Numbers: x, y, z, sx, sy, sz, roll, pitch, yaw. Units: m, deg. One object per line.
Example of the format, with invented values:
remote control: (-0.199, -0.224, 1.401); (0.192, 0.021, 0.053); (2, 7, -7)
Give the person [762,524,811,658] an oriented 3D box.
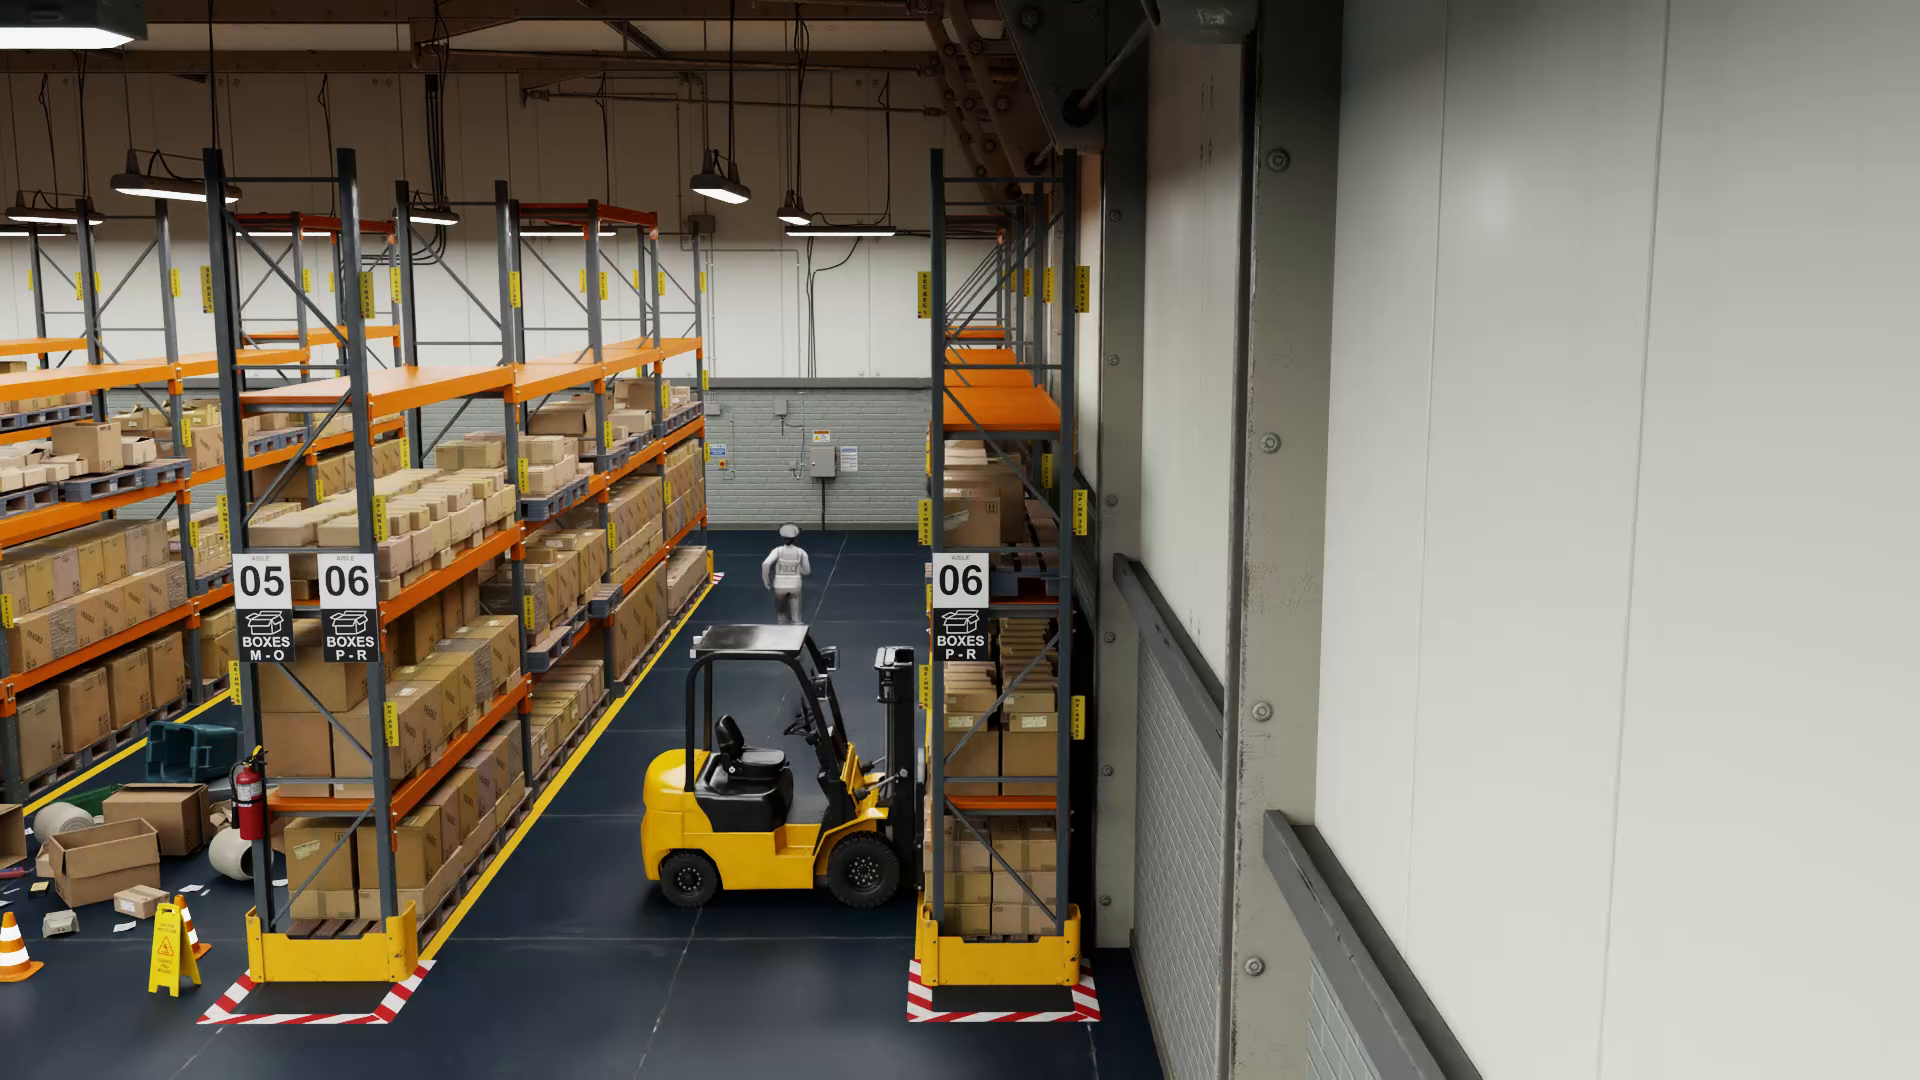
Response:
person: (-2.203, 0.701, 21.185); (0.621, 1.779, 0.821); (-1, 9, -5)
